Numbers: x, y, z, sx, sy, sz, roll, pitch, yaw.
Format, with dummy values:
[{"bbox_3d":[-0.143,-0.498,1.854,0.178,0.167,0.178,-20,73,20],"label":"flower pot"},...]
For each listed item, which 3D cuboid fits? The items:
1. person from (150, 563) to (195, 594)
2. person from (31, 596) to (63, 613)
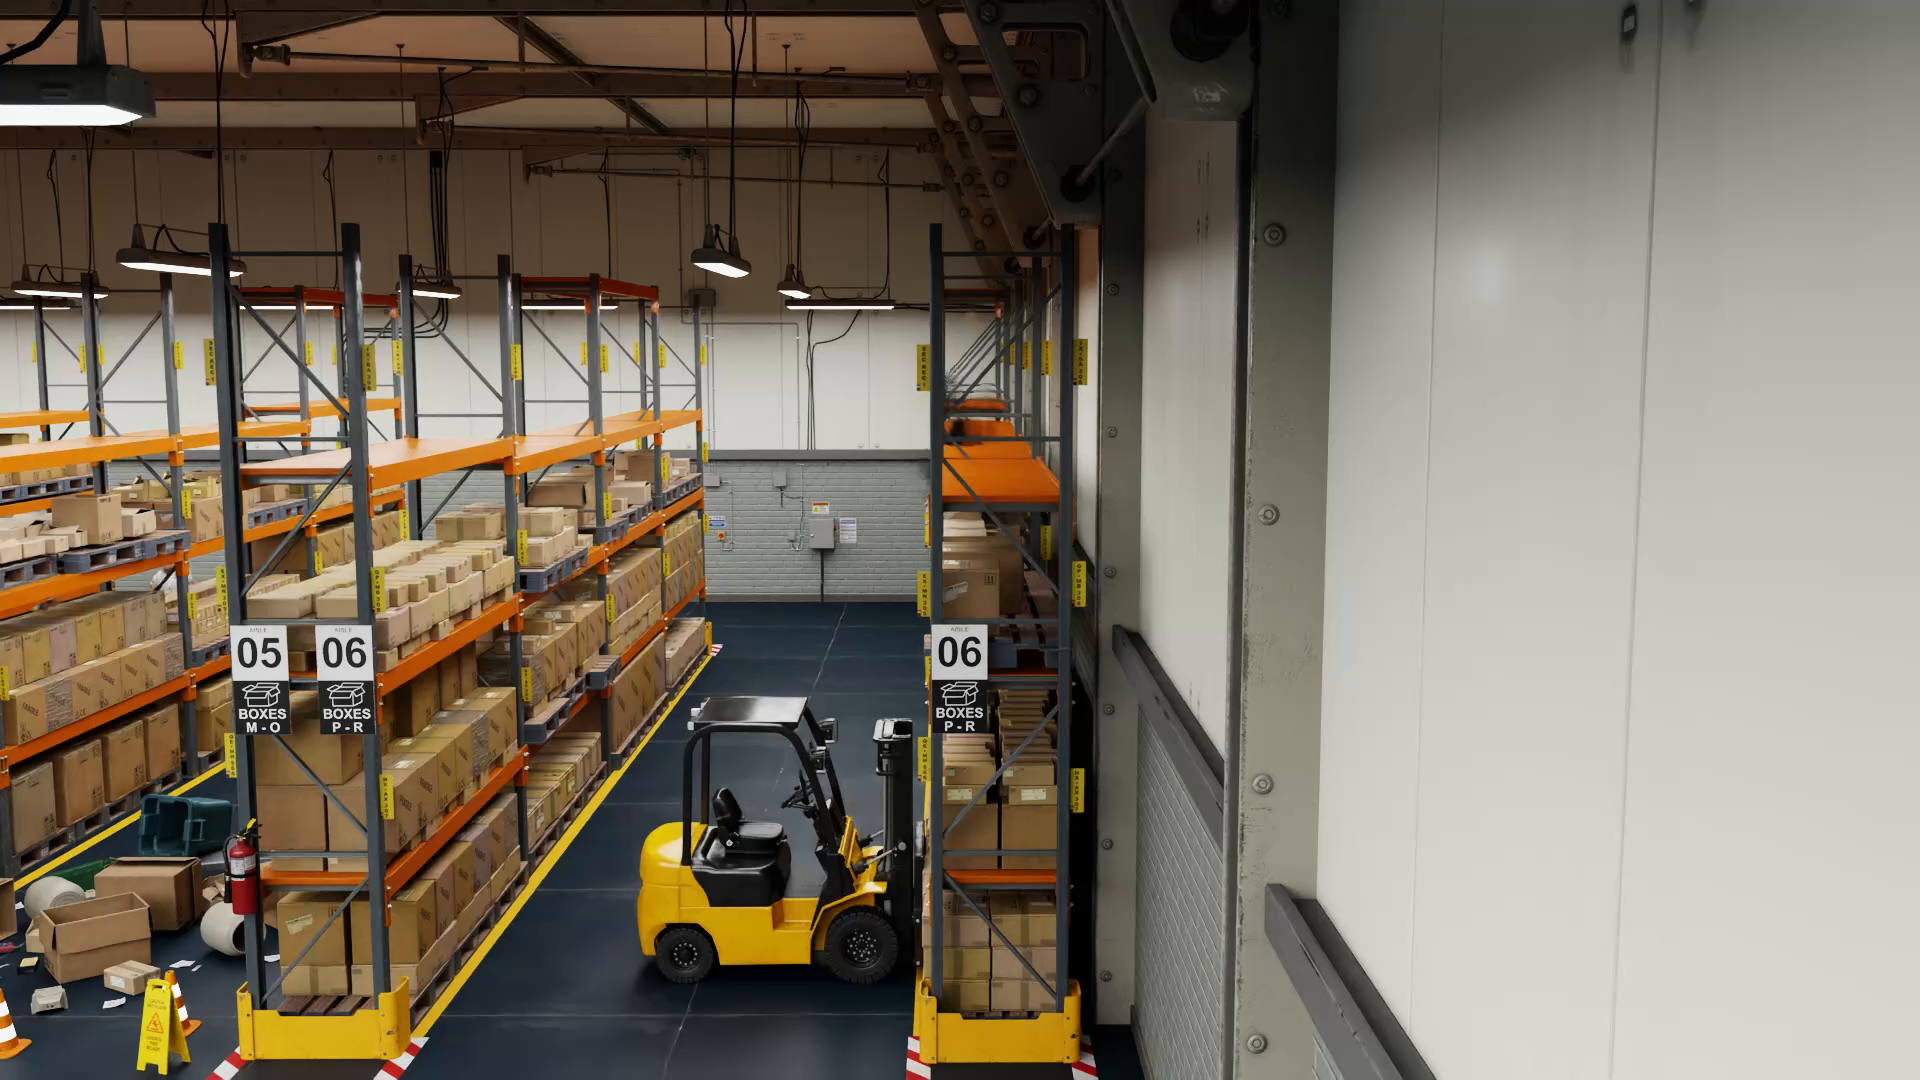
[{"bbox_3d":[-12.965,1.104,27.449,0.683,1.795,0.863,-3,7,-26],"label":"person"},{"bbox_3d":[-12.986,1.523,23.817,0.647,1.739,0.913,0,7,-4],"label":"person"}]
